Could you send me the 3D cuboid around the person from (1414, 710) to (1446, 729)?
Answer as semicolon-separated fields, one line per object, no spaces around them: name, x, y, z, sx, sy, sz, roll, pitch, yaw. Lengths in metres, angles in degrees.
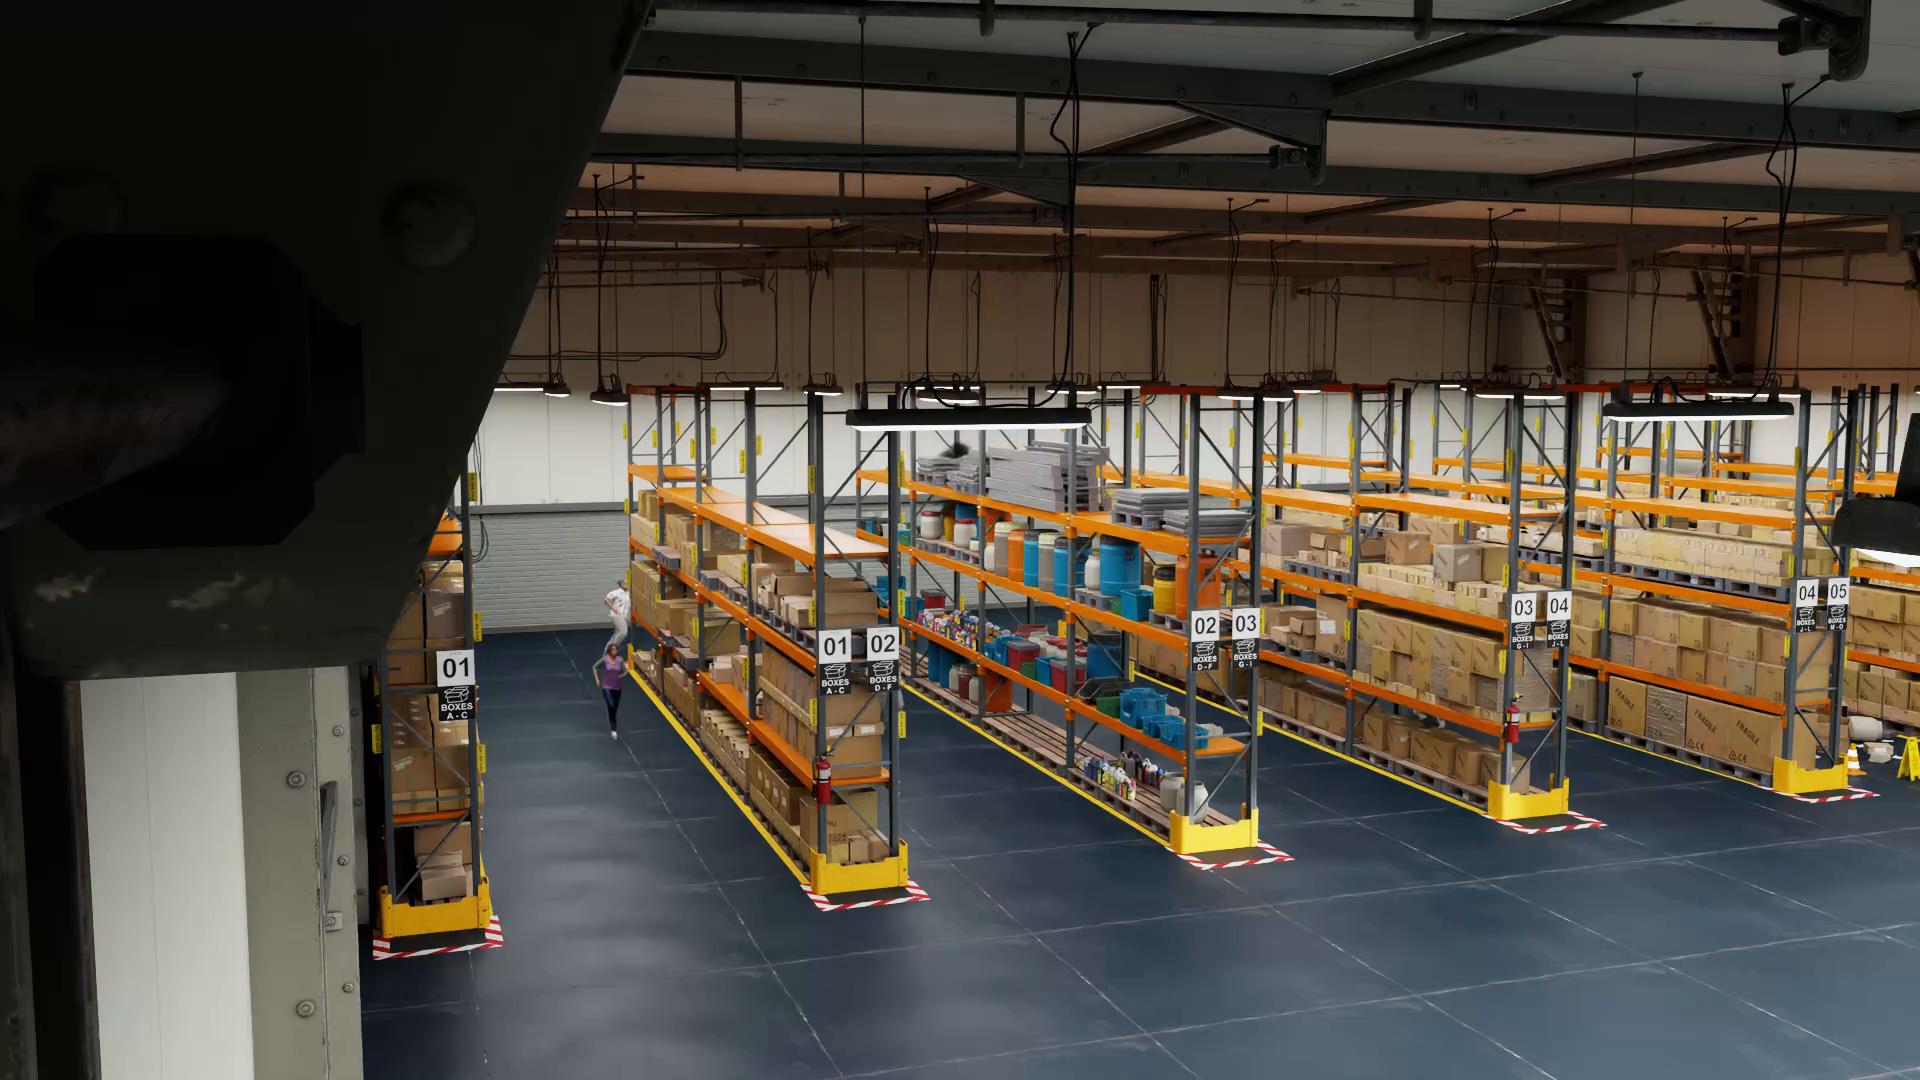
person;8.459;2.475;29.456;0.717;1.604;1.163;-2;6;-15

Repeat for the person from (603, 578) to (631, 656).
person;-7.482;1.716;36.551;0.651;1.777;0.750;2;6;17

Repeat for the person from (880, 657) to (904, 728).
person;-1.222;2.557;28.826;0.596;1.629;0.917;-3;7;-29

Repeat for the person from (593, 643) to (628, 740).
person;-6.023;2.573;28.692;0.571;1.621;0.854;-3;7;-25
